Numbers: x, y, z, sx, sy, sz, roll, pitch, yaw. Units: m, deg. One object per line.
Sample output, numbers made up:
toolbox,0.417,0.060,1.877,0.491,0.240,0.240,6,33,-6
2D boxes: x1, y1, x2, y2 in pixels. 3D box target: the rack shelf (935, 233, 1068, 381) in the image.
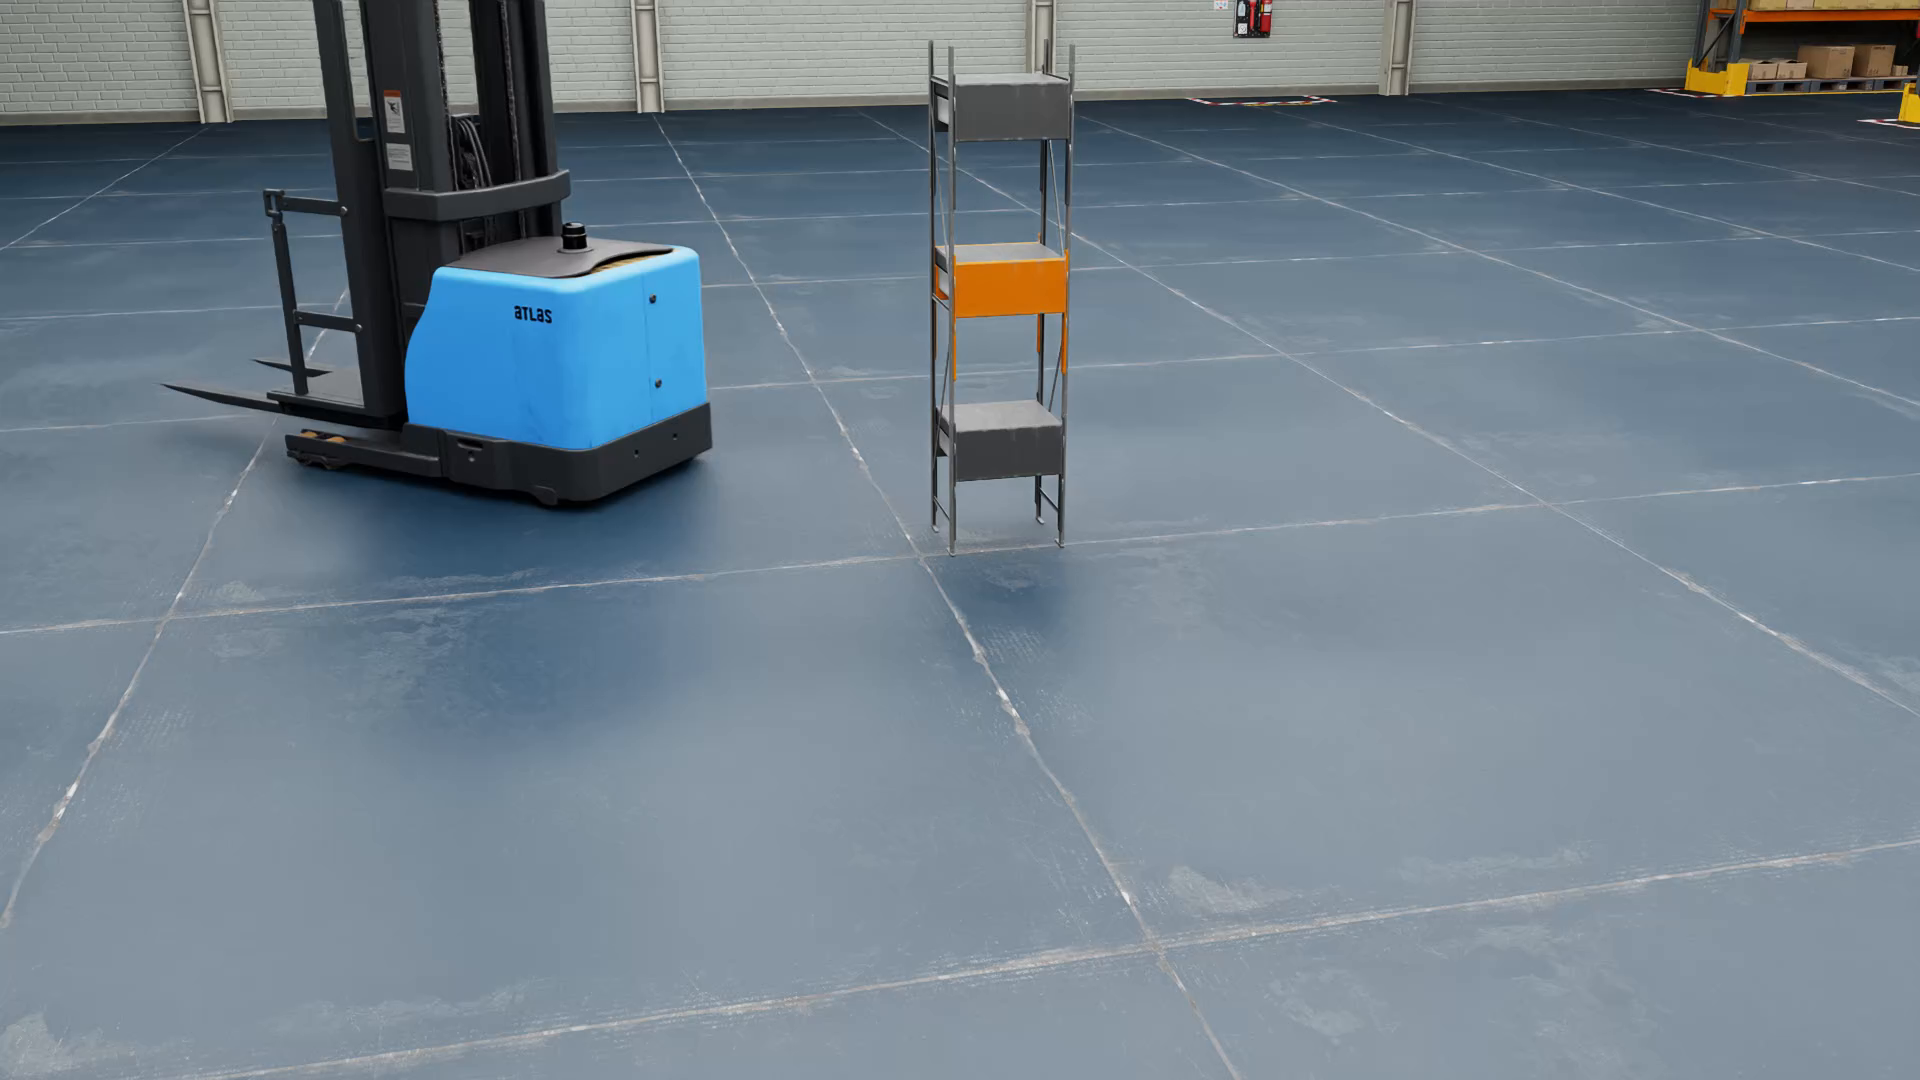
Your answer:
rack shelf,0.161,-0.986,6.994,0.480,0.518,0.431,-5,21,-12

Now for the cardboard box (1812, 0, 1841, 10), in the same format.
cardboard box,13.996,-8.795,27.153,0.500,0.250,0.500,-5,21,-13

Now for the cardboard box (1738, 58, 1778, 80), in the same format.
cardboard box,13.143,-7.809,27.540,0.500,0.311,0.500,-7,21,-19

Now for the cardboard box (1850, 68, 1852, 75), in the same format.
cardboard box,14.781,-7.905,28.037,0.250,0.149,0.380,-6,21,-17

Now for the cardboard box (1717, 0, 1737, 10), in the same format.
cardboard box,12.859,-8.881,27.386,0.500,0.250,0.500,-4,21,-12

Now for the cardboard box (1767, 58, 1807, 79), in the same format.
cardboard box,13.698,-7.854,27.663,0.500,0.311,0.500,-3,20,-8

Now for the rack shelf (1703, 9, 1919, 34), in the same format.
rack shelf,14.396,-8.660,27.642,4.000,0.370,1.077,-5,21,-12

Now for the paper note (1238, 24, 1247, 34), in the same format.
paper note,4.491,-8.123,26.408,0.142,0.148,0.016,-5,21,-12

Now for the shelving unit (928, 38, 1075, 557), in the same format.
shelving unit,0.161,-0.999,6.989,0.503,2.100,0.431,-5,21,-12

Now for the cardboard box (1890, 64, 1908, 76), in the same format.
cardboard box,15.828,-7.980,28.219,0.250,0.166,0.380,-7,21,-20

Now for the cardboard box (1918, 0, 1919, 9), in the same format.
cardboard box,15.951,-8.956,27.593,0.500,0.250,0.500,-5,21,-12

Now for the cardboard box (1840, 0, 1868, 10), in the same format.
cardboard box,14.489,-8.835,27.260,0.500,0.250,0.500,-4,21,-12

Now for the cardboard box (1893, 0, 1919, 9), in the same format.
cardboard box,15.464,-8.920,27.493,0.500,0.250,0.500,-5,21,-12

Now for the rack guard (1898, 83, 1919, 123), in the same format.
rack guard,13.569,-6.006,22.985,0.348,0.500,1.175,-5,21,-12

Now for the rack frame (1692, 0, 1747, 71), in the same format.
rack frame,12.449,-8.840,27.086,0.127,3.000,1.000,-5,21,-12

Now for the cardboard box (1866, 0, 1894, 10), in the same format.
cardboard box,14.978,-8.875,27.370,0.500,0.250,0.500,-5,21,-13

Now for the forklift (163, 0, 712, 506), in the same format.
forklift,-2.799,-1.871,8.161,3.031,2.935,1.130,10,22,25

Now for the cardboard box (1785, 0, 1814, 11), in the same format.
cardboard box,13.499,-8.757,27.049,0.500,0.250,0.500,-5,21,-14

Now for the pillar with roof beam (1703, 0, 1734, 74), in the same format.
pillar with roof beam,13.922,-10.561,23.062,0.400,9.000,9.100,-5,21,-12

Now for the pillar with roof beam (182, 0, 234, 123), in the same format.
pillar with roof beam,-9.434,-8.661,17.876,0.400,9.000,9.100,-5,21,-12

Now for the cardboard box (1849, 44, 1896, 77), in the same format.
cardboard box,15.341,-8.094,28.043,0.500,0.500,0.500,-6,21,-17

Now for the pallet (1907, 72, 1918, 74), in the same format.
pallet,17.099,-7.909,28.599,1.213,0.211,1.003,-5,21,-12

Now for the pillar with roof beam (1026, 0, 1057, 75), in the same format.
pillar with roof beam,2.244,-9.611,20.469,0.400,9.000,9.100,-5,21,-12

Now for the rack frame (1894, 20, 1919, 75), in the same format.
rack frame,16.342,-9.156,27.950,0.127,3.000,1.000,-5,21,-12

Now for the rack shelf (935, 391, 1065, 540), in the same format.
rack shelf,0.161,-0.329,7.235,0.480,0.518,0.431,-5,21,-12

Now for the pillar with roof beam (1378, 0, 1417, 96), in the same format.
pillar with roof beam,8.083,-10.086,21.765,0.400,9.000,9.100,-5,21,-12

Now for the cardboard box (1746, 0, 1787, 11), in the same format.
cardboard box,12.997,-8.711,26.923,0.500,0.250,0.500,-5,21,-14

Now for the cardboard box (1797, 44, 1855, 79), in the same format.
cardboard box,14.423,-7.984,27.743,0.500,0.500,0.700,-6,21,-16

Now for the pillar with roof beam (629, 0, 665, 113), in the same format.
pillar with roof beam,-3.595,-9.136,19.172,0.400,9.000,9.100,-5,21,-12

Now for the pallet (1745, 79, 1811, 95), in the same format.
pallet,13.322,-7.589,27.725,1.213,0.211,1.003,-5,21,-12

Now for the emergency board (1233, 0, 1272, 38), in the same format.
emergency board,4.679,-8.527,26.232,0.643,1.169,0.194,-5,21,-12

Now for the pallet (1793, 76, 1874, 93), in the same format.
pallet,14.507,-7.684,27.985,1.213,0.211,1.003,-5,21,-12

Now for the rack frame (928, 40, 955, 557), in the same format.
rack frame,-0.076,-0.980,6.936,0.015,2.100,0.400,-5,21,-12

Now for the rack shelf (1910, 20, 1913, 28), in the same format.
rack shelf,18.288,-8.977,28.506,4.000,0.370,1.077,-5,21,-12

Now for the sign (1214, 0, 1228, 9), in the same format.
sign,4.117,-8.535,26.200,0.234,0.329,0.001,-5,21,-12

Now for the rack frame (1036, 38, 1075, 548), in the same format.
rack frame,0.399,-1.018,7.042,0.015,2.100,0.400,-5,21,-12

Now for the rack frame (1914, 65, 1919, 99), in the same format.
rack frame,13.593,-7.182,22.560,0.127,3.000,1.000,-5,21,-12

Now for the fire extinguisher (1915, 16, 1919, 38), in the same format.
fire extinguisher,13.371,-7.292,22.972,0.183,0.674,0.296,-5,21,-12

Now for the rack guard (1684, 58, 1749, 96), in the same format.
rack guard,12.523,-7.672,27.532,0.348,0.500,1.175,-5,21,-12

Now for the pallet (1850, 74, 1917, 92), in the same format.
pallet,15.696,-7.782,28.252,1.213,0.211,1.003,-5,21,-12

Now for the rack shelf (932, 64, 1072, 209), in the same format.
rack shelf,0.161,-1.644,6.753,0.480,0.518,0.431,-5,21,-12
